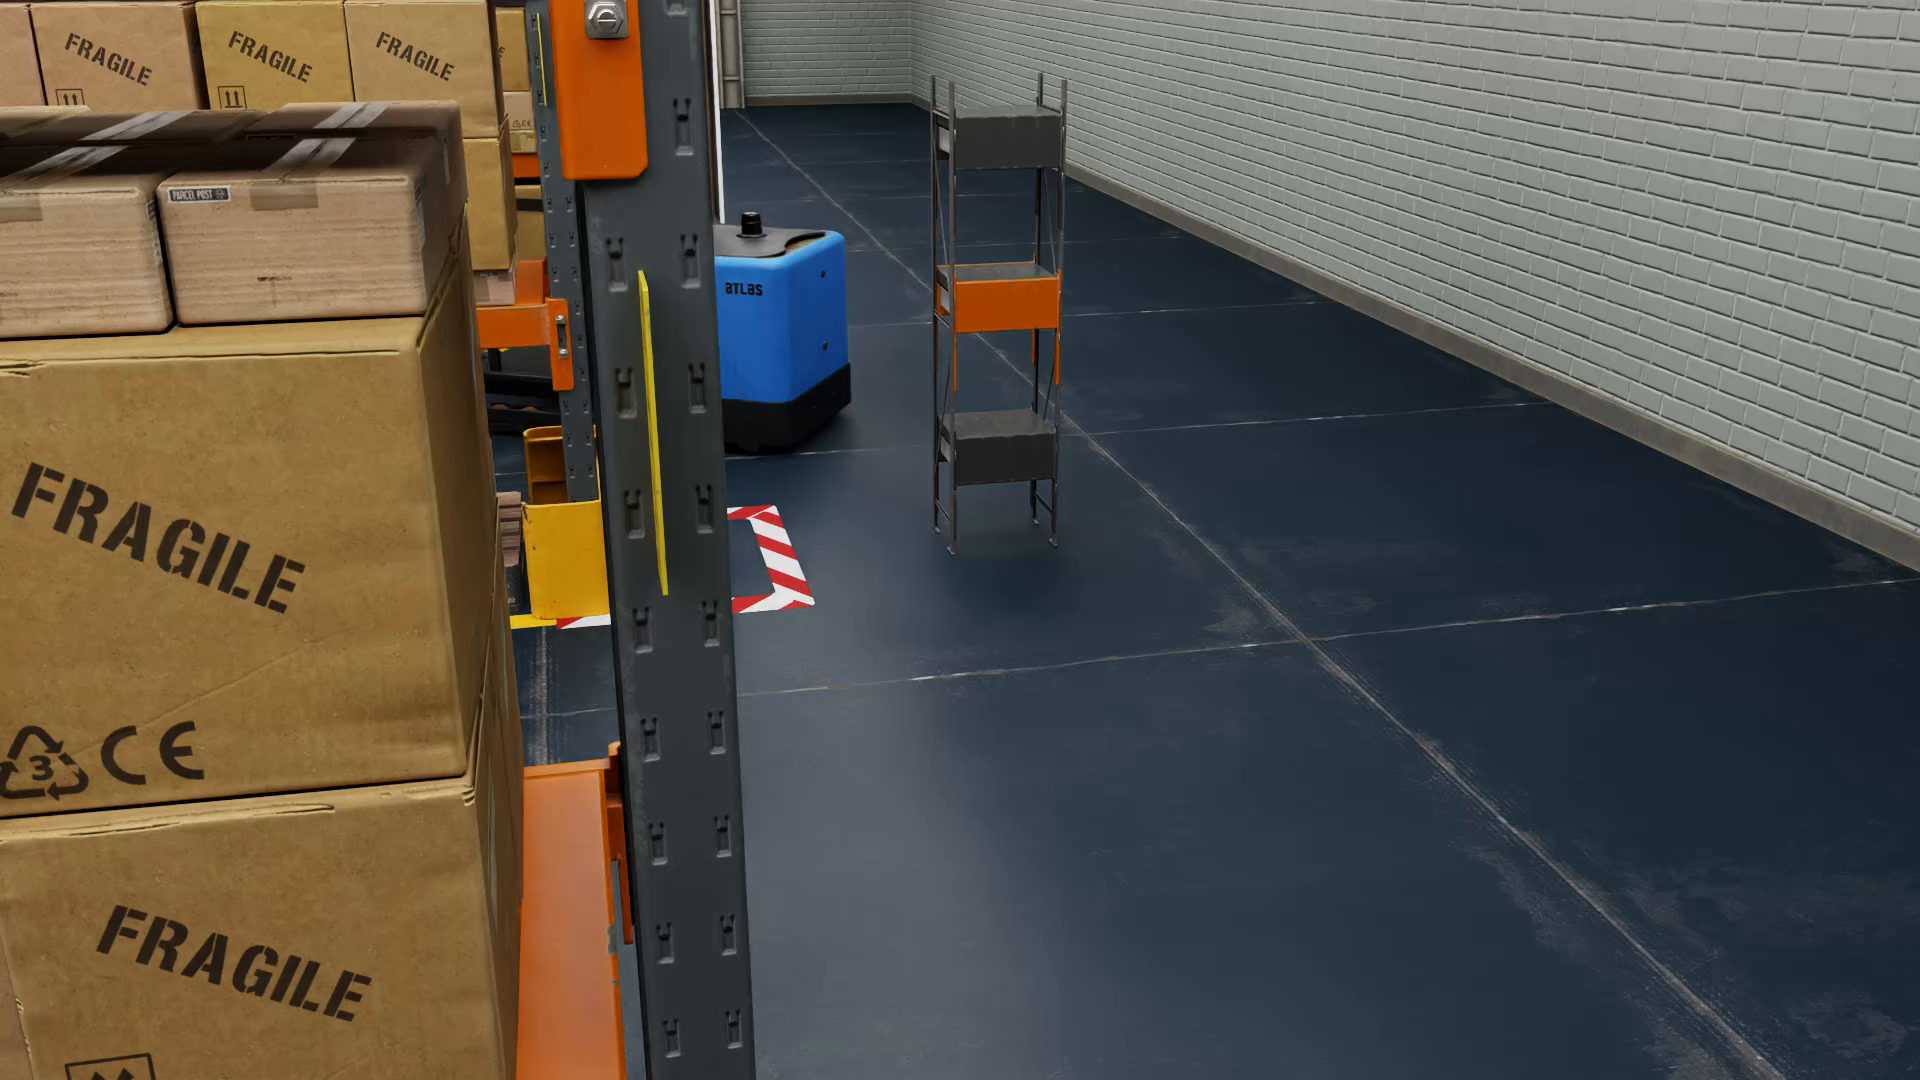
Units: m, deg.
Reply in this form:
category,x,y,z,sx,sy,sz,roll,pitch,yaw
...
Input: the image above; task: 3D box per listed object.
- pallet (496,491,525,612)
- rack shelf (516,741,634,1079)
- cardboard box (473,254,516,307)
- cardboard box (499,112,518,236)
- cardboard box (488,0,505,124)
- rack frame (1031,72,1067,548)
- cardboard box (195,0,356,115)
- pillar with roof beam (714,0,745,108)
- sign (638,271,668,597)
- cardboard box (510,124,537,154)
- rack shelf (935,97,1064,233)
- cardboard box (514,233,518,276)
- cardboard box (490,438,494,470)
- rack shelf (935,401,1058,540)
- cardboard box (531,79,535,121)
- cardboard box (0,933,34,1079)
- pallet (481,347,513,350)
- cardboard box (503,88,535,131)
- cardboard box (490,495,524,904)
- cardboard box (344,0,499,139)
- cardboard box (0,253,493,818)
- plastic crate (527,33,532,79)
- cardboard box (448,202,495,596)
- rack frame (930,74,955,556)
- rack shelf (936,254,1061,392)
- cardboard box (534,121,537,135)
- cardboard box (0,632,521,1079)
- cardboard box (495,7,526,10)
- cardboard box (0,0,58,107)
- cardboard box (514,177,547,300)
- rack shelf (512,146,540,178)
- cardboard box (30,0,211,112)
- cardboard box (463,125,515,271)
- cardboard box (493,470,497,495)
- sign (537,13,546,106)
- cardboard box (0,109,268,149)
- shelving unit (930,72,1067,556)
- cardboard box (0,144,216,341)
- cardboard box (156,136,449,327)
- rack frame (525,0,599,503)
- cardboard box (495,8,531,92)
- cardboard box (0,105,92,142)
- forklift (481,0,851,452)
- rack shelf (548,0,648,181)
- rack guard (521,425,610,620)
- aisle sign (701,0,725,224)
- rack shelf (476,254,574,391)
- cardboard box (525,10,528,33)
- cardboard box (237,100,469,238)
category,x,y,z,sx,sy,sz,roll,pitch,yaw
pallet,-2.540,0.082,7.285,1.213,0.211,1.003,-5,21,-12
rack shelf,-2.376,0.859,2.155,4.000,0.370,1.077,-5,21,-12
cardboard box,-1.919,-1.048,6.679,0.250,0.149,0.380,-5,21,-12
cardboard box,-2.168,-1.530,7.052,0.500,0.500,0.500,-4,20,-10
cardboard box,-2.165,-1.996,6.870,0.500,0.500,0.500,-5,21,-13
rack frame,0.399,-1.018,7.542,0.015,2.100,0.400,-5,21,-12
cardboard box,-2.548,-1.783,6.289,0.500,0.500,0.500,-5,21,-14
pillar with roof beam,-2.711,-9.808,21.506,0.400,9.000,9.100,-5,21,-12
sign,-0.318,-0.109,1.725,0.005,0.325,0.100,-5,21,-12
cardboard box,-2.981,-2.698,11.184,0.250,0.149,0.380,-4,21,-11
rack shelf,0.161,-1.644,7.253,0.480,0.518,0.431,-5,21,-12
cardboard box,-2.058,-1.252,7.238,0.250,0.149,0.380,-5,21,-13
cardboard box,-2.236,-0.329,7.453,0.250,0.149,0.380,-4,20,-10
rack shelf,0.161,-0.329,7.735,0.480,0.518,0.431,-5,21,-12
cardboard box,-3.239,-3.076,11.637,0.500,0.250,0.500,-5,21,-14
cardboard box,-1.330,0.477,2.006,0.500,0.500,0.500,-5,21,-14
pallet,-3.470,-1.556,11.754,1.213,0.211,1.003,-5,21,-12
cardboard box,-3.121,-2.897,11.147,0.500,0.250,0.500,-5,21,-13
cardboard box,-0.963,0.258,2.605,0.500,0.500,0.500,-5,21,-13
cardboard box,-2.055,-1.823,6.398,0.500,0.500,0.500,-5,21,-14
cardboard box,-0.844,-0.036,1.953,0.500,0.500,0.500,-4,20,-11
plastic crate,-4.133,-4.568,15.786,0.499,0.435,0.616,-5,21,-12
cardboard box,-0.962,-0.211,2.431,0.500,0.500,0.500,-5,21,-14
rack frame,-0.076,-0.980,7.436,0.015,2.100,0.400,-5,21,-12
rack shelf,0.161,-0.986,7.494,0.480,0.518,0.431,-5,21,-12
cardboard box,-3.132,-2.919,11.787,0.250,0.149,0.380,-4,21,-12
cardboard box,-0.838,0.443,2.100,0.500,0.500,0.500,-5,21,-12
cardboard box,-5.356,-6.660,20.036,0.500,0.500,0.500,-5,21,-13
cardboard box,-3.566,-1.696,6.051,0.500,0.500,0.500,-5,21,-14
cardboard box,-3.315,-2.077,11.601,0.875,0.875,0.875,-5,21,-12
rack shelf,-4.657,-2.458,11.211,4.000,0.370,1.077,-5,21,-12
cardboard box,-3.052,-1.739,6.168,0.500,0.500,0.500,-4,20,-10
cardboard box,-2.045,-1.351,6.564,0.500,0.500,0.500,-4,21,-11
cardboard box,-2.251,-0.210,7.562,0.250,0.149,0.380,-4,21,-11
sign,-1.559,-1.791,6.200,0.005,0.325,0.100,-5,21,-12
cardboard box,-1.078,-0.478,2.217,0.250,0.149,0.380,-4,21,-11
shelving unit,0.161,-0.999,7.489,0.503,2.100,0.431,-5,21,-12
cardboard box,-0.975,-0.335,1.825,0.250,0.149,0.380,-4,21,-11
cardboard box,-0.733,-0.363,1.902,0.250,0.149,0.380,-4,21,-12
rack frame,-1.667,-1.286,6.965,0.127,3.000,1.000,-5,21,-12
cardboard box,-3.124,-3.249,11.019,0.500,0.500,0.500,-4,21,-12
cardboard box,-1.357,-0.496,2.266,0.250,0.149,0.380,-4,20,-11
forklift,-2.219,-2.128,9.362,3.031,2.935,1.130,6,21,16
rack shelf,-2.376,-0.550,1.639,4.000,0.370,1.077,-5,21,-12
rack guard,-1.741,-0.106,7.378,0.348,0.500,1.175,-5,21,-12
aisle sign,-0.288,-0.760,1.749,0.004,0.787,0.394,-5,21,-12
rack shelf,-3.614,-0.790,6.657,4.000,0.370,1.077,-5,21,-12
cardboard box,-5.359,-6.191,20.209,0.500,0.500,0.500,-4,20,-11
cardboard box,-0.839,-0.523,2.339,0.250,0.149,0.380,-4,21,-11
